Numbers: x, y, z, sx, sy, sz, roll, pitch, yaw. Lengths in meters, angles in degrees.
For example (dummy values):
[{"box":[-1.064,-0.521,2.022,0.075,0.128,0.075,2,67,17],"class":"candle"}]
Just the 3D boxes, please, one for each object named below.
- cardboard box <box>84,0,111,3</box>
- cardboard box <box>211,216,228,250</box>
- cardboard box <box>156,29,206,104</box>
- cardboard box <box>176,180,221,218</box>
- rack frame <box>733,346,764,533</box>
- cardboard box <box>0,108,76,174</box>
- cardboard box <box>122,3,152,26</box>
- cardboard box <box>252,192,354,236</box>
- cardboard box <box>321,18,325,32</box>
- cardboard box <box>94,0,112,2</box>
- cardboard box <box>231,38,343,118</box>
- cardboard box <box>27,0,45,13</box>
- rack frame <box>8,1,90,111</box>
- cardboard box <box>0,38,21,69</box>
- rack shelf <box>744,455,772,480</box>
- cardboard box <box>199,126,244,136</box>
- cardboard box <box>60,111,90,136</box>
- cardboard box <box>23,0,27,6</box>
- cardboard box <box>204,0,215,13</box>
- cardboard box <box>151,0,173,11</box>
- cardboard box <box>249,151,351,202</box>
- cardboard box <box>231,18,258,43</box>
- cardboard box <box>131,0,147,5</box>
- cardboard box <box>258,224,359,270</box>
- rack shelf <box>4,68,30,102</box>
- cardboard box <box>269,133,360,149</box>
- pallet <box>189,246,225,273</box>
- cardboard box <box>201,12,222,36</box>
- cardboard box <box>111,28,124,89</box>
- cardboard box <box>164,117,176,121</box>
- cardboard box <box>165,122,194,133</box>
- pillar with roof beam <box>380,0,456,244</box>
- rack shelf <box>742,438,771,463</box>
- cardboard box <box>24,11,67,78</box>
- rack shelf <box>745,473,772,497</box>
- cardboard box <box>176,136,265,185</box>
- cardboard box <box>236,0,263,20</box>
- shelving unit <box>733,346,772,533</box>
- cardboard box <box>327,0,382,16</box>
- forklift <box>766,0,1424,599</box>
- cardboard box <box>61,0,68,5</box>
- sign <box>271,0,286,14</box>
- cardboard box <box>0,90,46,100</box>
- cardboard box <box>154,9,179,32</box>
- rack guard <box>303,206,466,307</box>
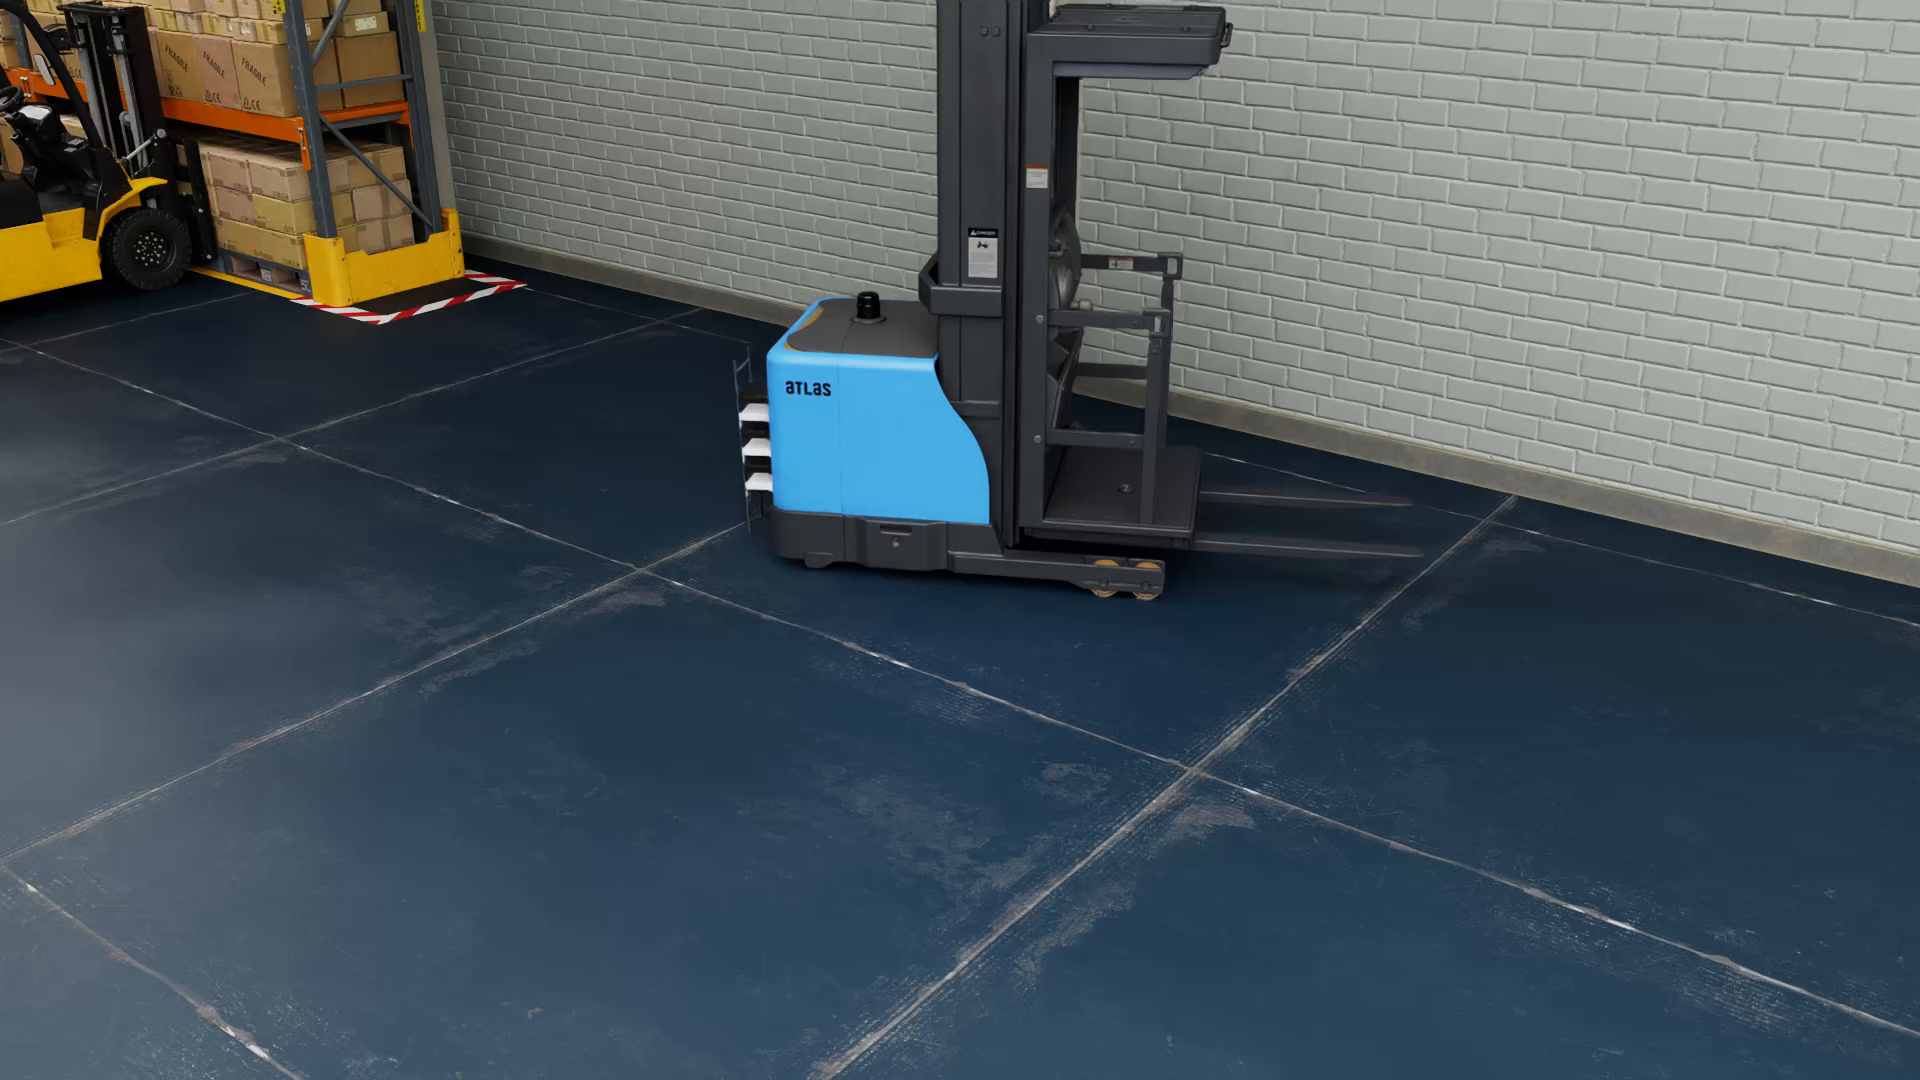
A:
[{"box":[-6.630,-4.176,13.079,0.250,0.149,0.380,16,29,33],"class":"cardboard box"},{"box":[-5.675,-2.484,13.058,0.500,0.250,0.500,17,29,34],"class":"cardboard box"},{"box":[-5.693,-3.624,12.630,0.500,0.500,0.500,16,29,32],"class":"cardboard box"},{"box":[-5.720,-2.714,12.959,0.500,0.250,0.500,16,28,32],"class":"cardboard box"},{"box":[-1.047,-0.495,8.258,0.006,0.900,0.240,2,24,10],"class":"rack frame"},{"box":[-7.947,-3.487,14.868,0.625,0.625,0.875,18,30,36],"class":"cardboard box"},{"box":[-6.200,-4.059,12.814,0.250,0.149,0.380,16,28,32],"class":"cardboard box"},{"box":[-4.899,-2.471,12.407,0.500,0.250,0.500,16,29,33],"class":"cardboard box"},{"box":[-4.674,-3.839,12.314,0.250,0.149,0.380,17,29,33],"class":"cardboard box"},{"box":[-6.605,-4.322,13.042,0.250,0.149,0.380,16,29,32],"class":"cardboard box"},{"box":[-4.873,-3.372,12.058,0.500,0.500,0.500,16,28,32],"class":"cardboard box"},{"box":[-7.426,-4.439,13.677,0.250,0.149,0.380,16,29,32],"class":"cardboard box"},{"box":[-7.523,-4.259,14.196,0.127,3.000,1.000,17,29,33],"class":"rack frame"},{"box":[-8.083,-4.228,14.311,0.500,0.250,0.500,18,29,34],"class":"cardboard box"},{"box":[-0.943,-0.378,8.288,0.200,0.077,0.258,2,24,10],"class":"rack shelf"},{"box":[-5.795,-3.230,13.511,0.500,0.250,0.500,16,28,32],"class":"cardboard box"},{"box":[-7.324,-3.432,13.968,0.500,0.250,0.500,16,29,33],"class":"cardboard box"},{"box":[-7.929,-4.612,14.069,0.250,0.149,0.380,18,29,35],"class":"cardboard box"},{"box":[-5.331,-3.977,12.259,0.250,0.149,0.380,17,29,34],"class":"cardboard box"},{"box":[-5.817,-4.065,12.459,0.250,0.149,0.380,17,29,34],"class":"cardboard box"},{"box":[-4.878,-2.694,12.293,0.500,0.250,0.500,18,29,35],"class":"cardboard box"},{"box":[-4.990,-3.680,11.953,0.250,0.149,0.380,17,29,34],"class":"cardboard box"},{"box":[-6.157,-4.224,12.820,0.250,0.149,0.380,17,29,33],"class":"cardboard box"},{"box":[-4.888,-2.237,12.496,0.500,0.250,0.500,17,29,34],"class":"cardboard box"},{"box":[-9.123,-4.413,15.438,4.000,0.370,1.077,17,29,33],"class":"rack shelf"},{"box":[-4.995,-2.980,12.942,0.500,0.250,0.500,17,29,33],"class":"cardboard box"},{"box":[-5.931,-2.482,13.621,1.213,0.211,1.003,17,29,33],"class":"pallet"},{"box":[-5.352,-3.826,12.284,0.250,0.149,0.380,17,29,33],"class":"cardboard box"},{"box":[-6.492,-3.870,13.190,0.500,0.500,0.500,16,29,33],"class":"cardboard box"},{"box":[-6.599,-3.476,14.068,0.500,0.250,0.500,16,29,33],"class":"cardboard box"},{"box":[-6.516,-3.189,13.416,0.500,0.250,0.500,18,29,35],"class":"cardboard box"},{"box":[-6.921,-5.107,8.680,0.400,9.000,9.100,17,29,33],"class":"pillar with roof beam"},{"box":[-0.946,-0.460,8.253,0.200,0.077,0.258,2,24,10],"class":"rack shelf"},{"box":[-7.324,-4.113,13.741,0.500,0.500,0.500,16,28,32],"class":"cardboard box"},{"box":[-0.940,-0.295,8.324,0.200,0.077,0.258,2,24,10],"class":"rack shelf"},{"box":[-5.700,-2.934,12.838,0.500,0.250,0.500,17,29,34],"class":"cardboard box"},{"box":[-4.951,-3.838,11.944,0.250,0.149,0.380,17,29,33],"class":"cardboard box"},{"box":[-0.947,-0.491,8.239,0.210,0.900,0.258,2,24,10],"class":"shelving unit"},{"box":[-4.463,-3.920,12.130,0.250,0.149,0.380,16,28,32],"class":"cardboard box"},{"box":[0.667,-1.301,7.567,3.031,2.935,1.130,4,24,9],"class":"forklift"},{"box":[-6.992,-4.323,13.413,0.250,0.149,0.380,17,29,33],"class":"cardboard box"},{"box":[-4.659,-3.758,11.329,0.005,0.325,0.100,17,29,33],"class":"sign"},{"box":[-9.166,-3.858,15.710,0.625,0.625,0.875,15,28,31],"class":"cardboard box"},{"box":[-5.809,-3.930,12.521,0.250,0.149,0.380,17,29,34],"class":"cardboard box"},{"box":[-4.303,-2.142,12.491,0.348,0.500,1.175,17,29,33],"class":"rack guard"}]
